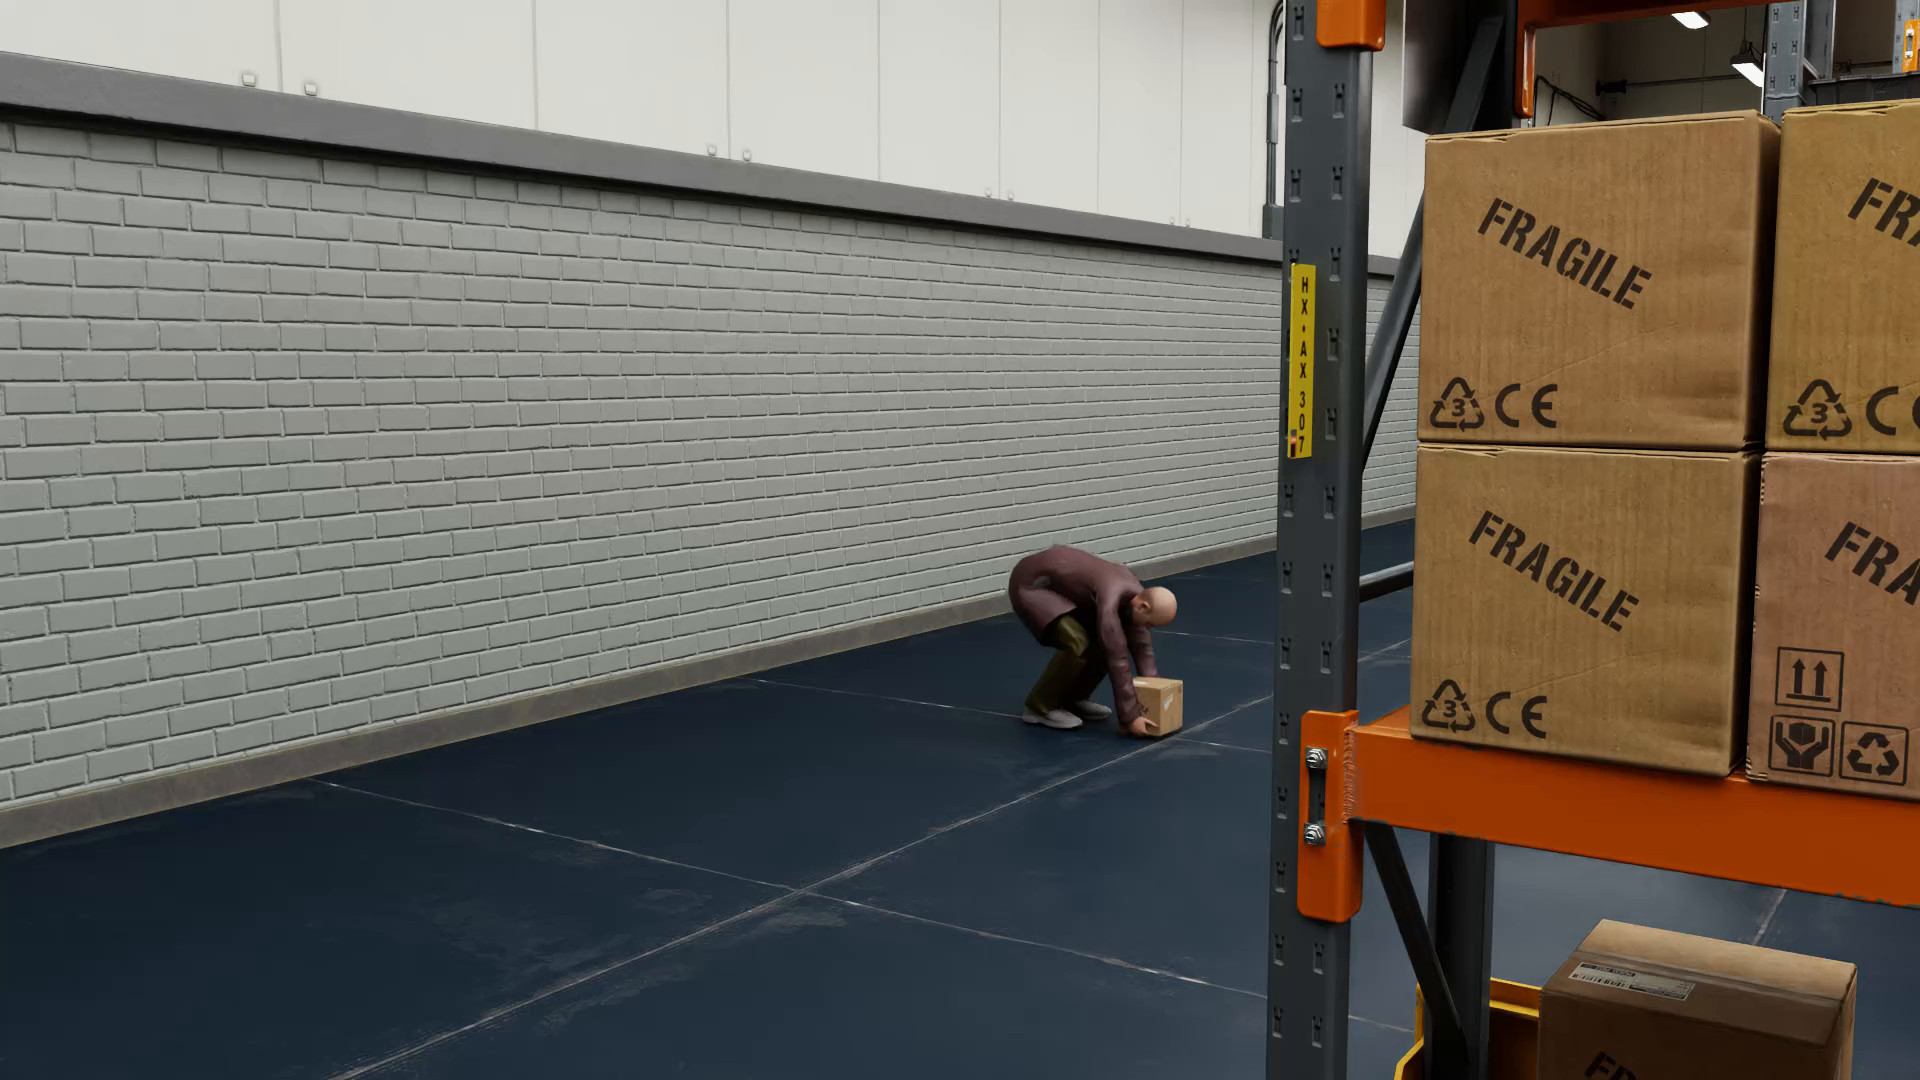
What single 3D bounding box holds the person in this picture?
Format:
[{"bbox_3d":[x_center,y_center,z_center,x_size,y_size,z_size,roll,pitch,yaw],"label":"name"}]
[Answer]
[{"bbox_3d":[0.559,0.094,8.892,0.429,1.772,0.647,4,7,30],"label":"person"}]
